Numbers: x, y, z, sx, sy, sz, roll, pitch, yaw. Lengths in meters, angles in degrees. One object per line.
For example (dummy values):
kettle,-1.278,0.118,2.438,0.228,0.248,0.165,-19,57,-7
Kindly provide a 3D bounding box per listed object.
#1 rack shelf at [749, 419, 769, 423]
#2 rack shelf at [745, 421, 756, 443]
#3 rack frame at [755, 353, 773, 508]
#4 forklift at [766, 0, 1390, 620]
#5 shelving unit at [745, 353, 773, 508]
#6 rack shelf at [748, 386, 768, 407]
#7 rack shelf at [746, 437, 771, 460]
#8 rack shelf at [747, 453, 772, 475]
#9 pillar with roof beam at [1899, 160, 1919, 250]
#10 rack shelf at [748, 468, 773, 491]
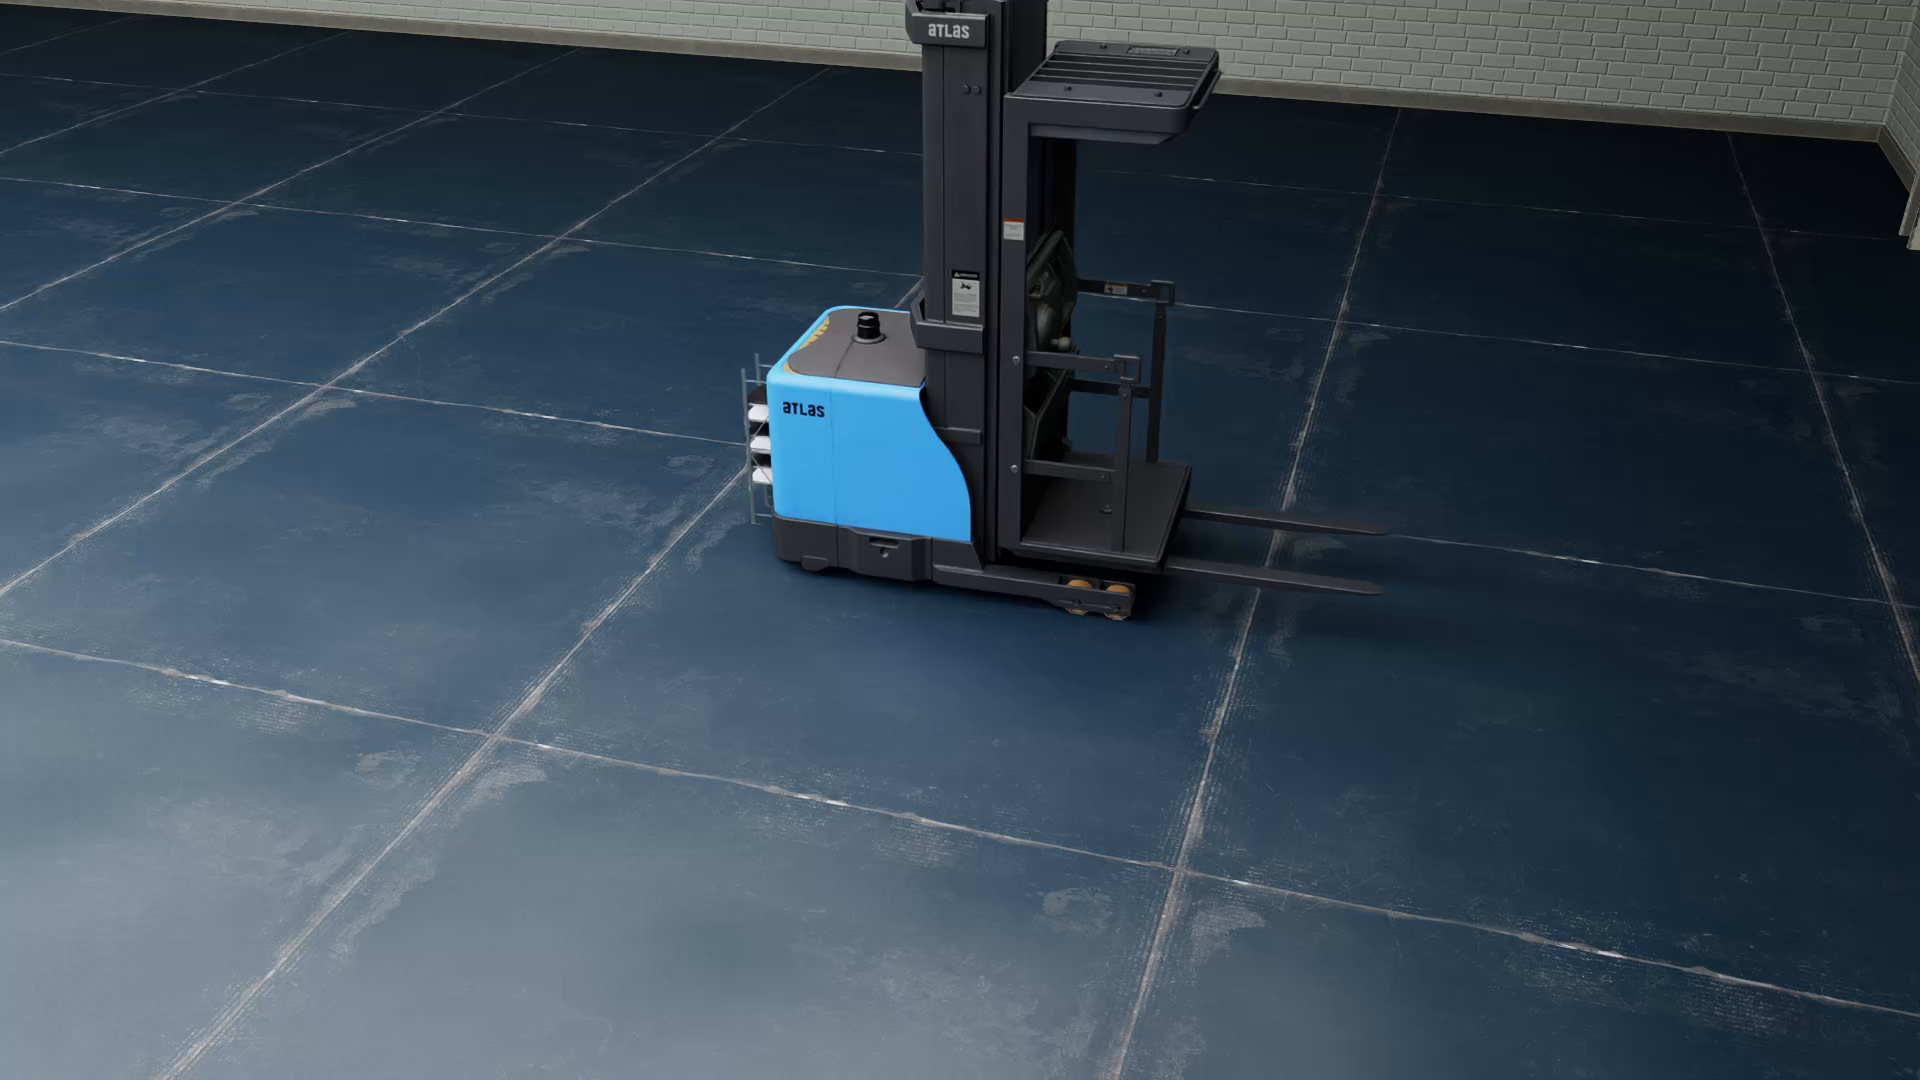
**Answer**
rack shelf,-0.972,-0.656,8.670,0.199,0.015,0.184,7,30,12
rack shelf,-0.972,-0.564,8.721,0.258,0.077,0.200,7,30,12
rack frame,-0.948,-0.562,8.835,0.240,0.900,0.006,7,30,12
forklift,0.623,-1.153,7.874,3.031,2.867,1.129,8,30,13
shelving unit,-0.972,-0.515,8.751,0.258,0.900,0.205,7,30,12
rack shelf,-0.972,-0.739,8.624,0.221,0.026,0.190,7,30,12
rack shelf,-0.972,-0.485,8.765,0.258,0.077,0.200,7,30,12
rack shelf,-0.972,-0.407,8.809,0.258,0.077,0.200,7,30,12
pillar with roof beam,3.368,-6.852,11.811,9.100,9.000,0.400,8,30,15
rack shelf,-0.972,-0.328,8.853,0.258,0.077,0.200,7,30,12
